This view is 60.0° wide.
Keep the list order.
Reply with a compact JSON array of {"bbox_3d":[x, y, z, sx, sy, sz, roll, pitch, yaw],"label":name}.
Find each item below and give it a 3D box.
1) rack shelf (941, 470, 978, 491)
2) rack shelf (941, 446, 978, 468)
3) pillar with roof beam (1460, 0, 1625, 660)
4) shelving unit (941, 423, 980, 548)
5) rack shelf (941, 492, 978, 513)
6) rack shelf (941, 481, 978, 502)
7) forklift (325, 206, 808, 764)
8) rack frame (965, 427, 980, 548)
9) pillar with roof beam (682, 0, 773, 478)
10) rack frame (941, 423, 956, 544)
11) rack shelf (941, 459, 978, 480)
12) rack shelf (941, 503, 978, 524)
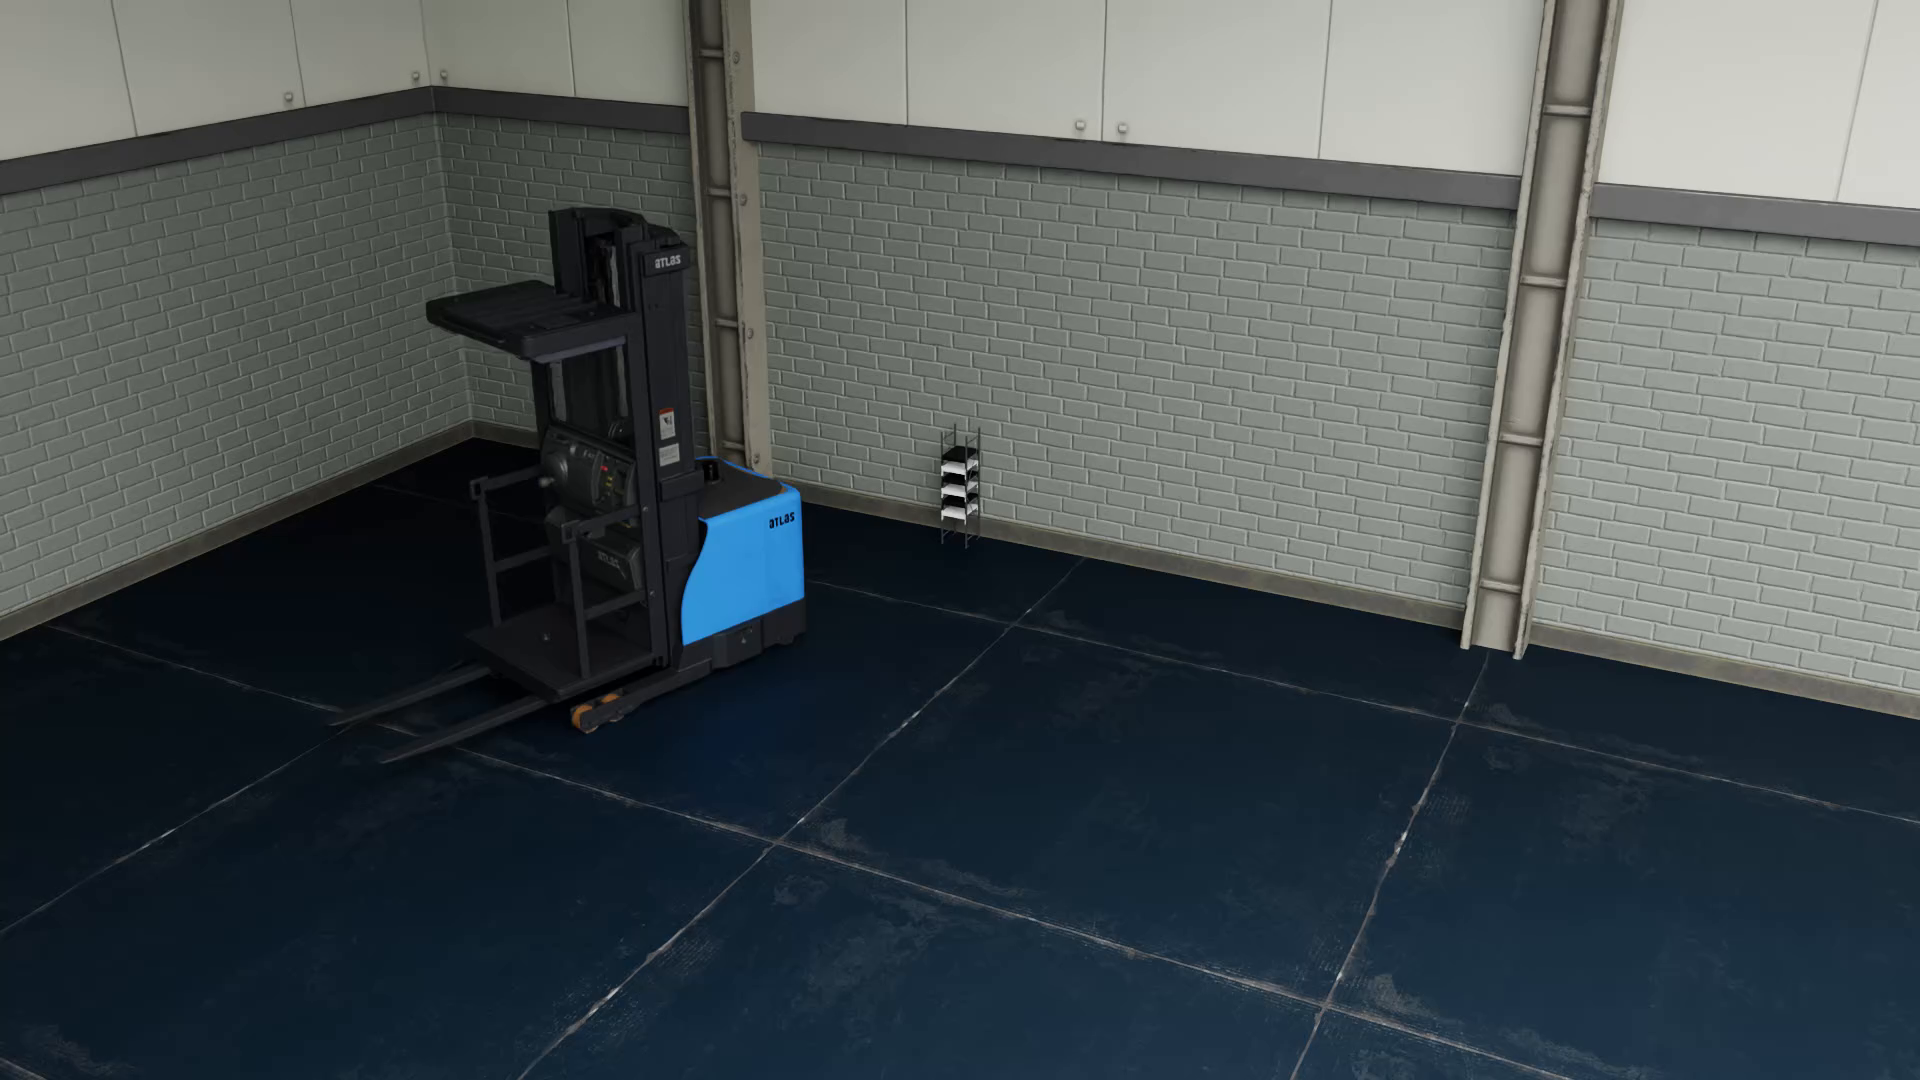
[{"bbox_3d":[0.005,-0.462,12.567,0.200,0.077,0.258,11,25,24],"label":"rack shelf"},{"bbox_3d":[0.005,-0.627,12.496,0.200,0.077,0.258,11,25,24],"label":"rack shelf"},{"bbox_3d":[1.636,-1.939,5.836,0.400,9.000,9.100,11,25,25],"label":"pillar with roof beam"},{"bbox_3d":[0.005,-0.409,12.589,0.210,0.900,0.258,11,25,24],"label":"shelving unit"},{"bbox_3d":[0.005,-0.296,12.637,0.200,0.077,0.258,11,25,24],"label":"rack shelf"},{"bbox_3d":[0.005,-0.379,12.602,0.200,0.077,0.258,11,25,24],"label":"rack shelf"},{"bbox_3d":[-2.412,-0.412,10.000,1.130,2.935,3.031,21,31,40],"label":"forklift"},{"bbox_3d":[0.096,-0.392,12.548,0.006,0.900,0.240,11,25,24],"label":"rack frame"},{"bbox_3d":[-3.719,-2.998,8.328,0.400,9.000,9.100,11,25,25],"label":"pillar with roof beam"},{"bbox_3d":[-0.086,-0.427,12.630,0.006,0.900,0.240,11,25,24],"label":"rack frame"},{"bbox_3d":[0.005,-0.544,12.532,0.200,0.077,0.258,11,25,24],"label":"rack shelf"},{"bbox_3d":[0.005,-0.213,12.672,0.200,0.077,0.258,11,25,24],"label":"rack shelf"}]
